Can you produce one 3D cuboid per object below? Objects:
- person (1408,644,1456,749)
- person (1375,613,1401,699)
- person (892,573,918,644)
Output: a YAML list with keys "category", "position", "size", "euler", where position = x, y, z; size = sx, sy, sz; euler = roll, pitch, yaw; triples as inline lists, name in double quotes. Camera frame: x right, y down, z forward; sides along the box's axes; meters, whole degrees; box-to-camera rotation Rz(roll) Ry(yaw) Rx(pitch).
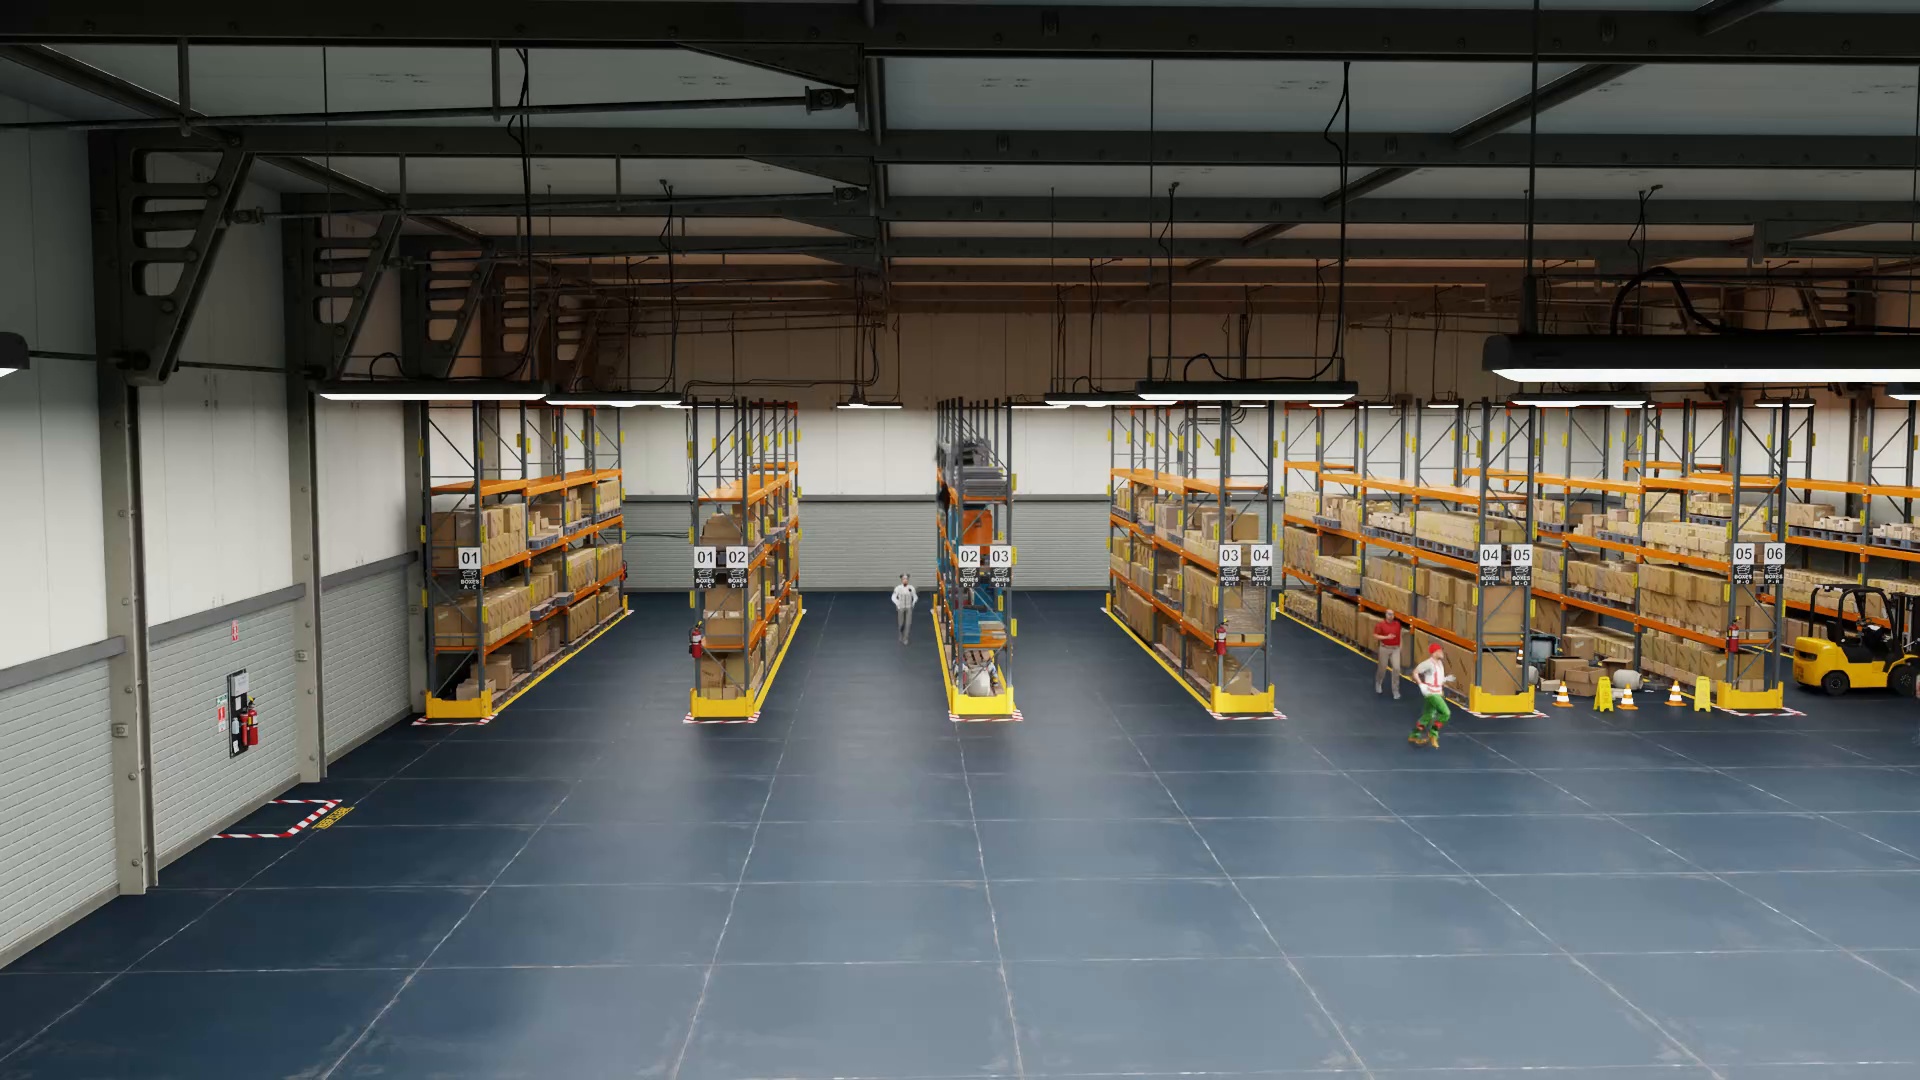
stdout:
- category: "person"
  position: [8.046, 2.650, 28.349]
  size: [0.766, 1.786, 0.639]
  euler: [3, 5, 31]
- category: "person"
  position: [8.625, 2.310, 33.479]
  size: [0.412, 1.716, 0.842]
  euler: [0, 4, -5]
- category: "person"
  position: [-1.276, 1.605, 38.826]
  size: [0.614, 1.660, 0.526]
  euler: [0, 4, -5]
